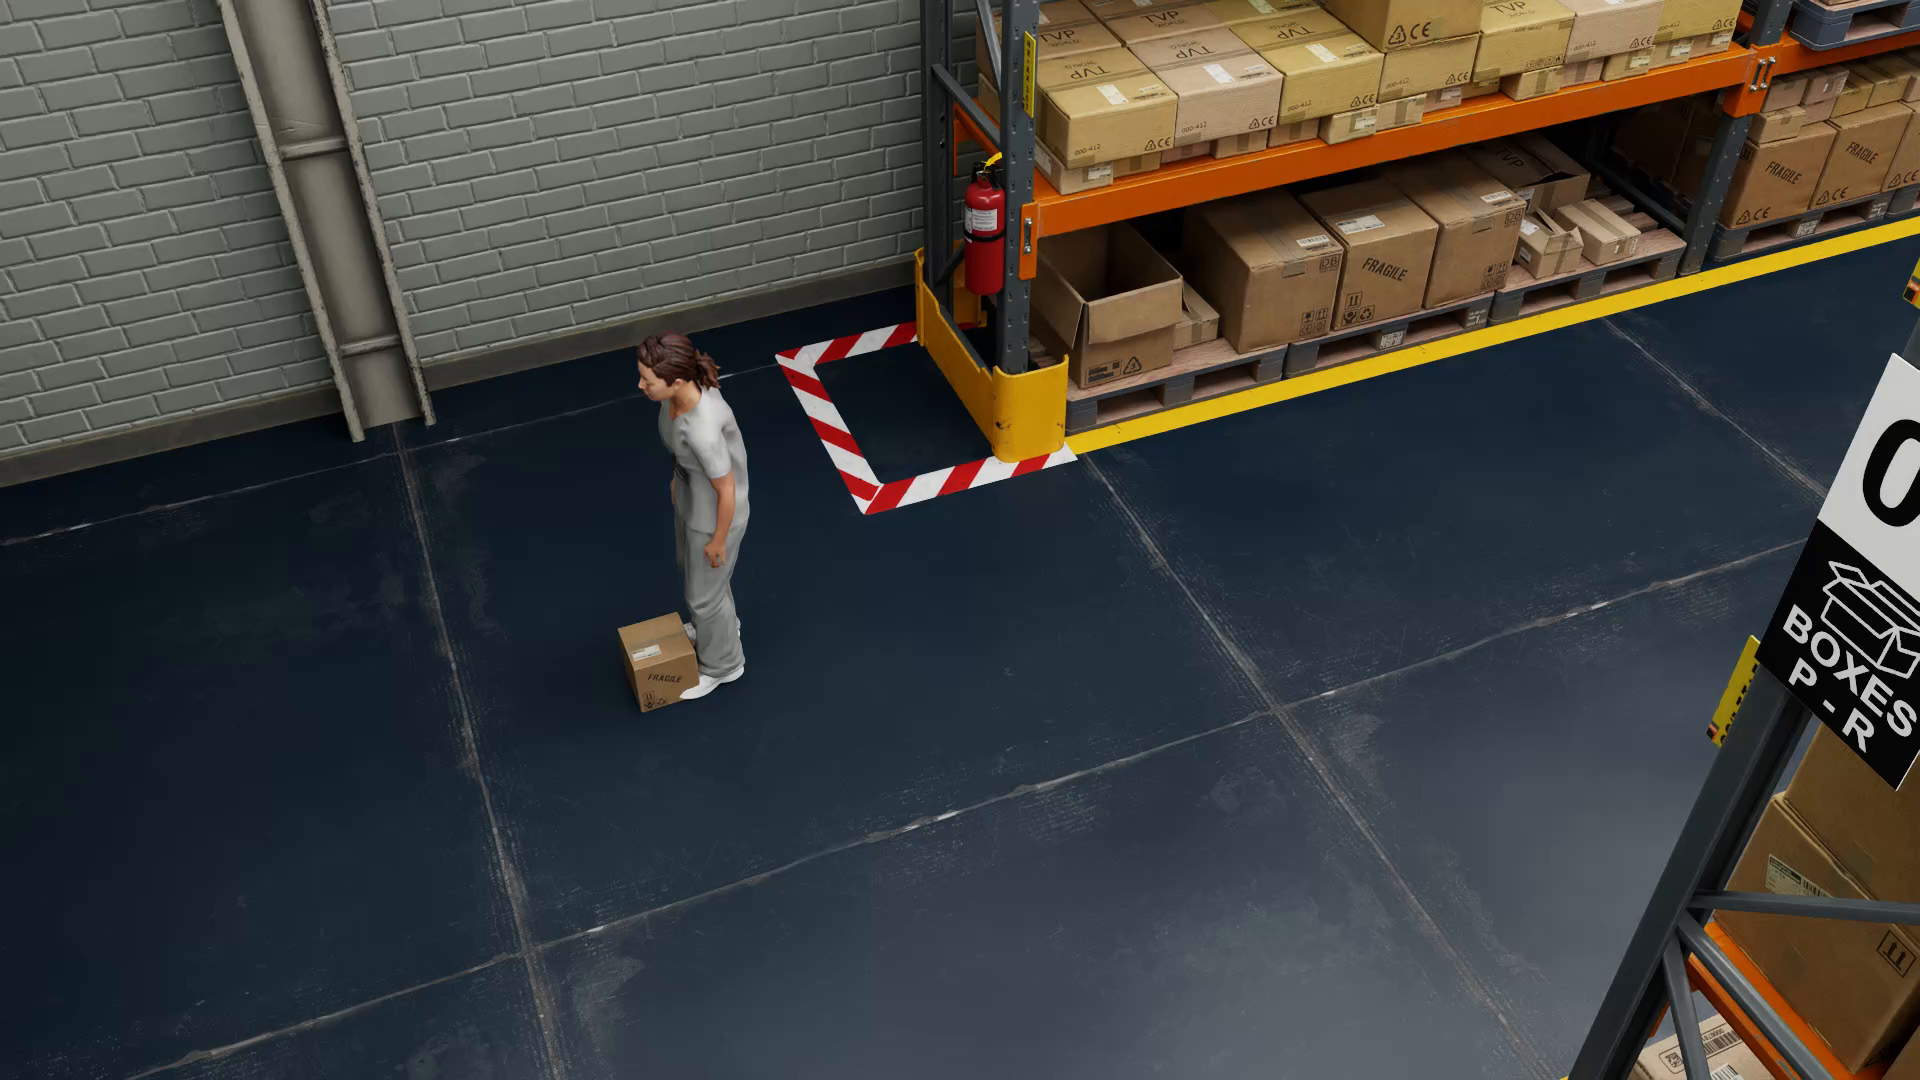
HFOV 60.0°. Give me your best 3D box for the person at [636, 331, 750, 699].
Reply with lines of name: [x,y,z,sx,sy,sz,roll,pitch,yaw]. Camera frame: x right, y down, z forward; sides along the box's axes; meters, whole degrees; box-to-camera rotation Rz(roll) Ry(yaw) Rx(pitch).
person: [-1.004,-0.102,6.275,0.416,1.671,0.497,-17,45,-18]
